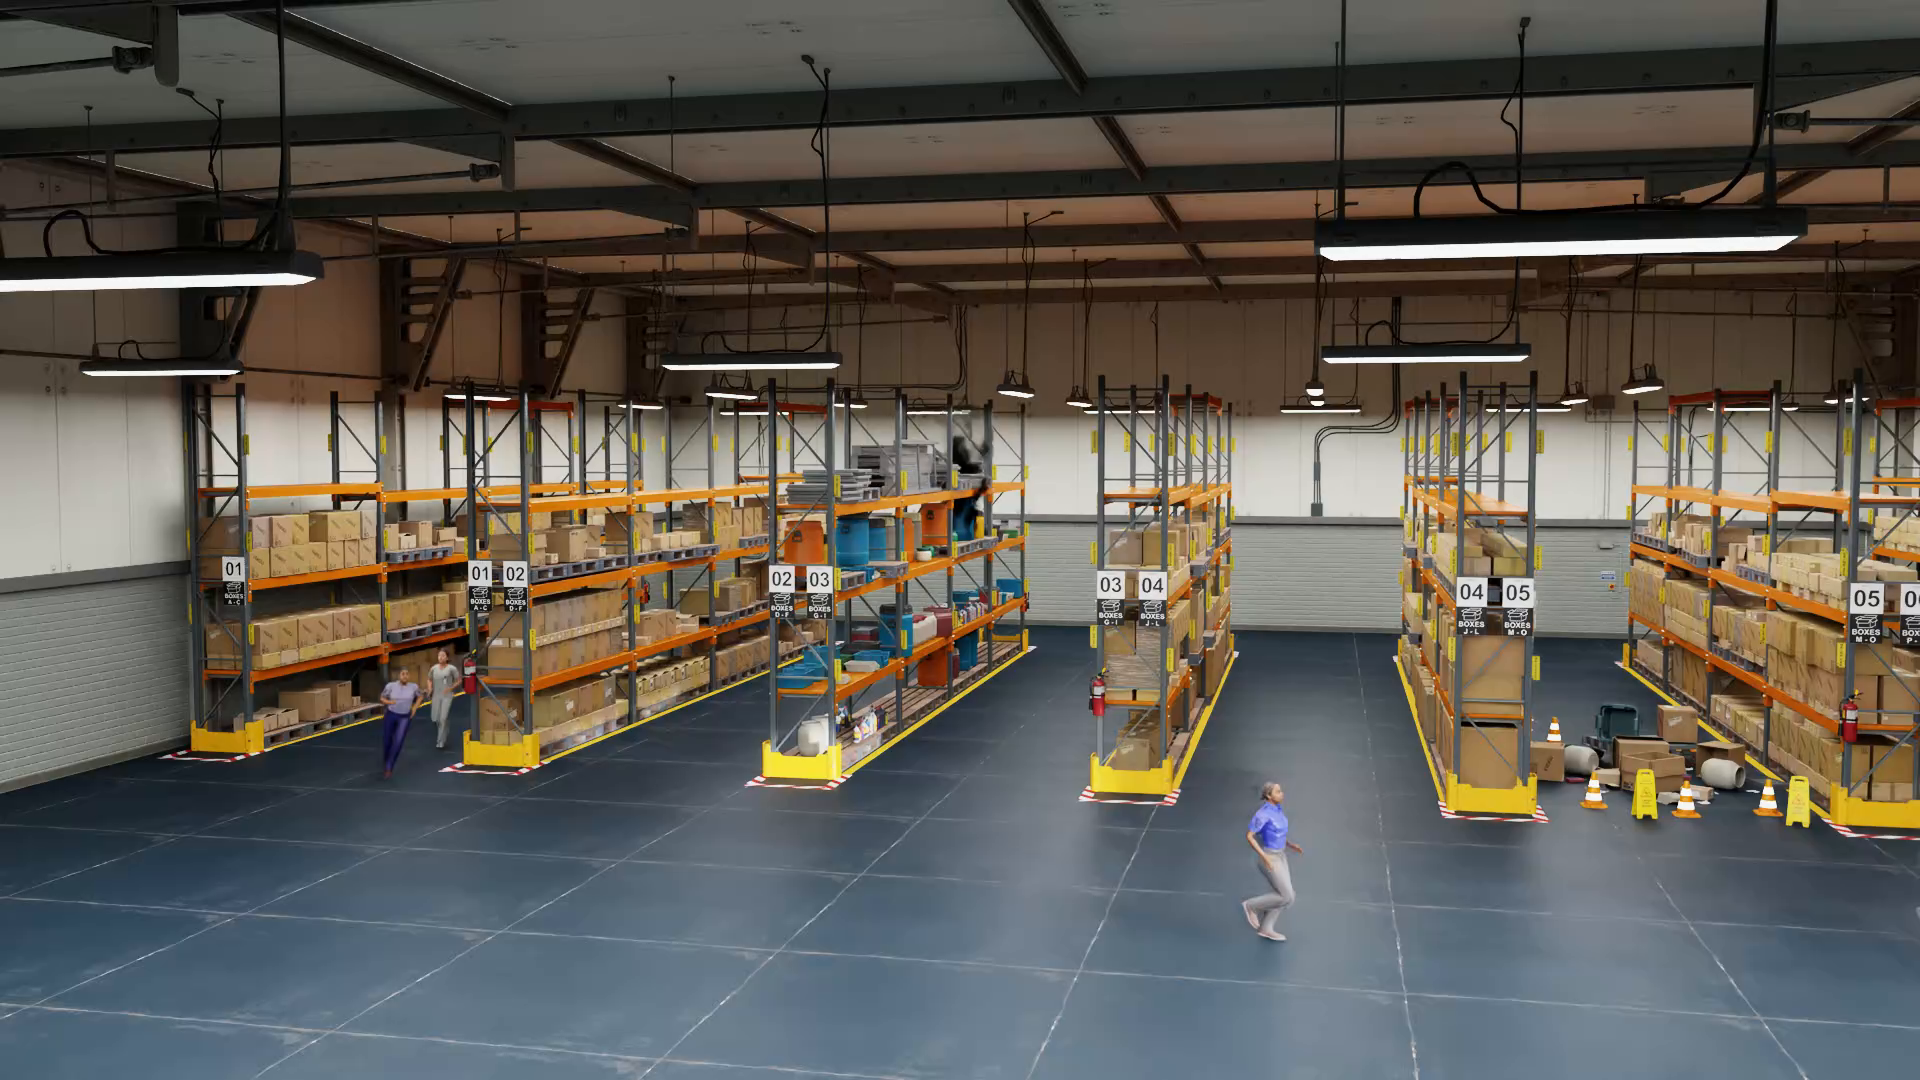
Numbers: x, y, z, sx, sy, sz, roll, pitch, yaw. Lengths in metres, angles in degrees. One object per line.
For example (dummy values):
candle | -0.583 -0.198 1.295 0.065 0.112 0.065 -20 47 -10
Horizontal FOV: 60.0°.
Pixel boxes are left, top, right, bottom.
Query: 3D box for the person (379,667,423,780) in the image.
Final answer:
person | -8.510 2.749 25.282 0.641 1.649 0.849 -1 3 -11

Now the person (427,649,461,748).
person | -8.564 2.612 27.582 0.580 1.624 0.597 0 3 -1

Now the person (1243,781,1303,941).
person | 3.171 3.241 16.802 0.558 1.612 0.574 2 4 31
